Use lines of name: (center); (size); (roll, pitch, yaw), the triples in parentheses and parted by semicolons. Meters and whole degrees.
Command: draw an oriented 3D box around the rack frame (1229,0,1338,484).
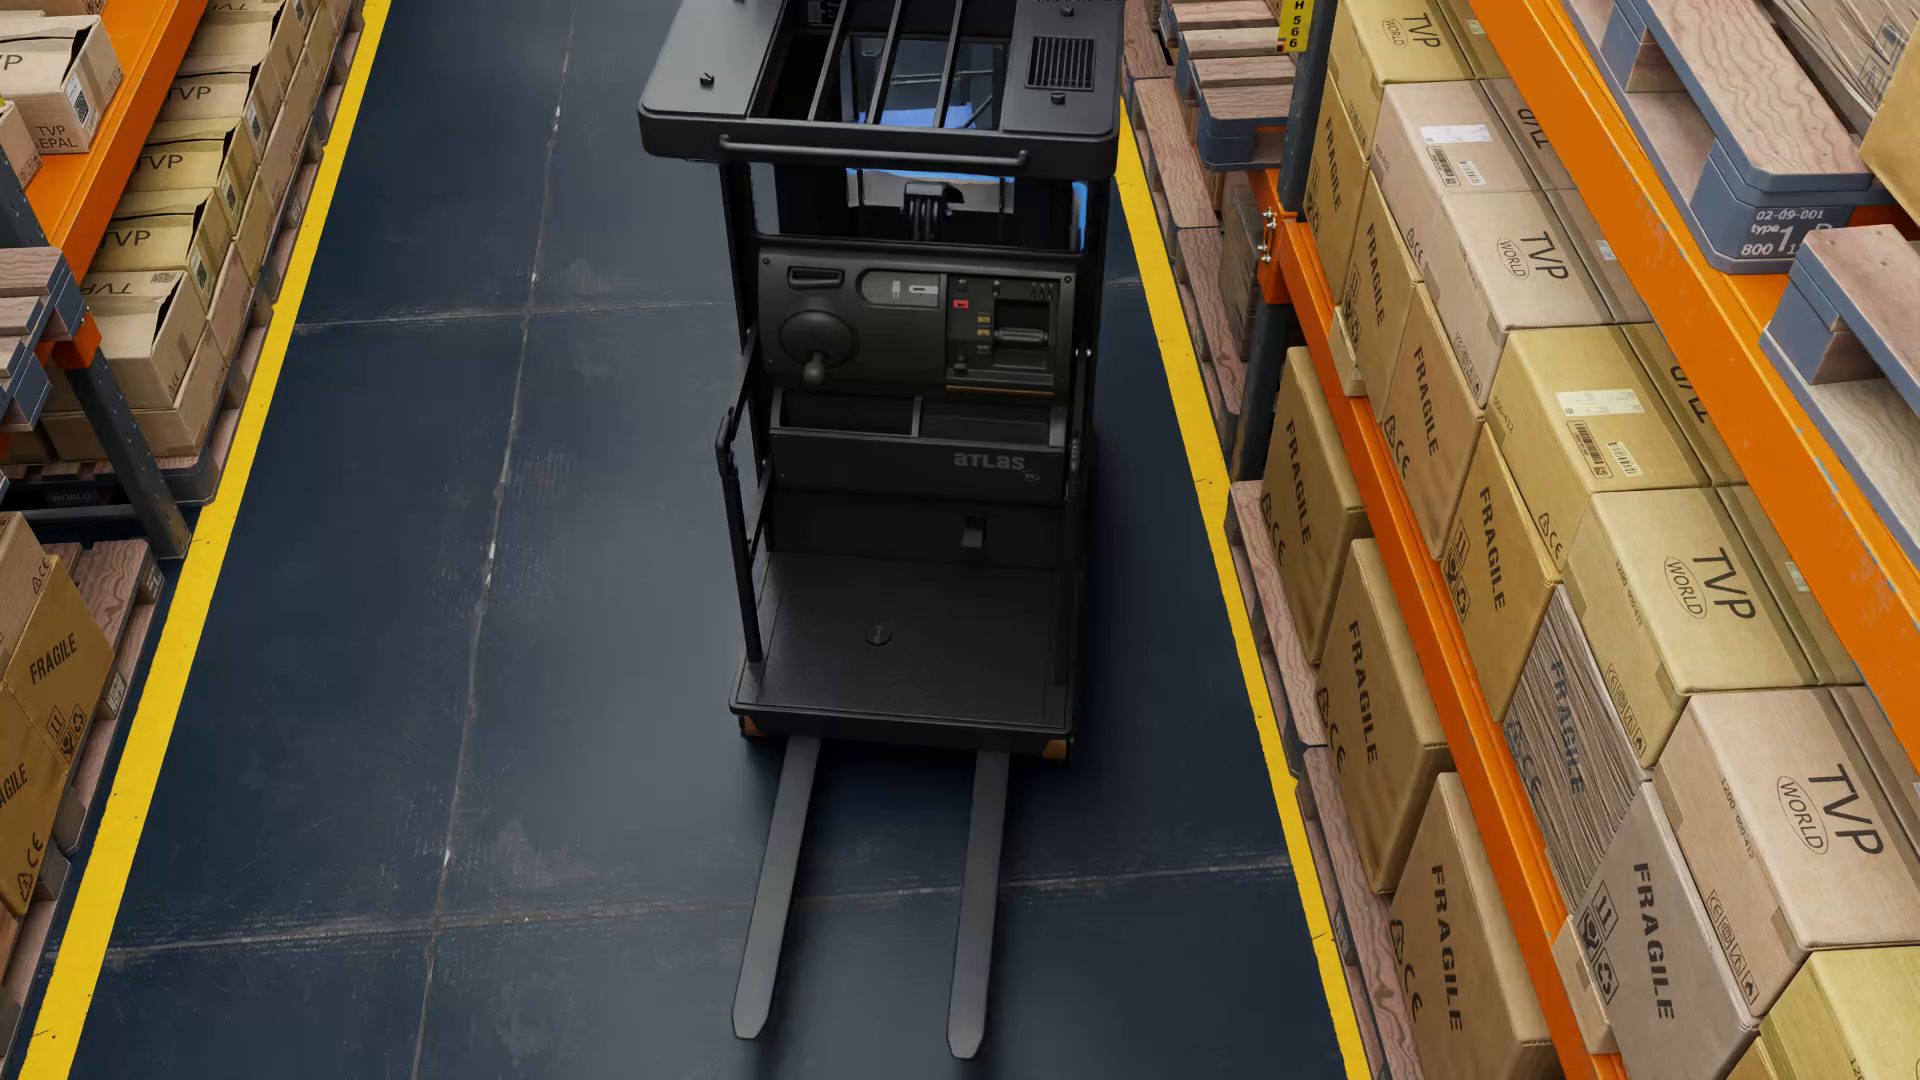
rack frame: (1.554, -1.273, 5.390); (1.000, 3.000, 0.127); (-3, 47, -3)

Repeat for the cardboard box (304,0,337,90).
cardboard box: (-3.353, -2.414, 8.075); (0.500, 0.250, 0.500); (-4, 47, -4)

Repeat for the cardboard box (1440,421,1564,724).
cardboard box: (1.466, 0.065, 3.835); (0.500, 0.500, 0.500); (-2, 47, -2)

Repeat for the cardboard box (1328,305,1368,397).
cardboard box: (1.301, -0.561, 4.875); (0.380, 0.149, 0.250); (-2, 47, -2)

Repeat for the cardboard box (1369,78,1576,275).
cardboard box: (1.381, -0.941, 4.272); (0.500, 0.250, 0.500); (-4, 47, -4)

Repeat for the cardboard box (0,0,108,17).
cardboard box: (-3.539, -2.217, 6.215); (0.500, 0.500, 0.500); (-6, 47, -5)

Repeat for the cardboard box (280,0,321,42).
cardboard box: (-3.348, -2.603, 7.868); (0.500, 0.311, 0.500); (-2, 47, -2)

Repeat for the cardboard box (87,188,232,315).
cardboard box: (-3.186, -1.137, 6.479); (0.500, 0.311, 0.500); (-5, 47, -4)

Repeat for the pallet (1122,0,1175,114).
pallet: (1.286, -2.645, 8.610); (1.003, 0.211, 1.213); (-3, 47, -3)

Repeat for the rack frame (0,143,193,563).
rack frame: (-3.382, -0.969, 5.102); (1.000, 3.000, 0.127); (-3, 47, -3)

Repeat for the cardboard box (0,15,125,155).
cardboard box: (-3.264, -1.597, 5.758); (0.500, 0.311, 0.500); (-4, 47, -4)

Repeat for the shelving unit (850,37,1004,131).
shelving unit: (-0.146, -1.568, 6.702); (0.538, 1.500, 1.048); (-5, 47, -4)

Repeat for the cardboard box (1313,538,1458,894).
cardboard box: (1.552, 0.496, 4.906); (0.750, 0.750, 0.750); (-4, 47, -3)

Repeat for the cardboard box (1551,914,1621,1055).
cardboard box: (1.476, 0.914, 3.477); (0.380, 0.149, 0.250); (-3, 47, -3)

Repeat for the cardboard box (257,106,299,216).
cardboard box: (-3.268, -1.675, 7.375); (0.500, 0.250, 0.500); (-3, 47, -2)

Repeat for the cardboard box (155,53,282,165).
cardboard box: (-3.270, -1.878, 7.181); (0.500, 0.311, 0.500); (-4, 47, -4)

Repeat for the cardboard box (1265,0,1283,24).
cardboard box: (1.431, -2.201, 5.897); (0.700, 0.500, 0.500); (-7, 47, -7)

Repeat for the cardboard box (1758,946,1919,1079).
cardboard box: (1.595, 0.897, 2.530); (0.500, 0.250, 0.500); (-2, 47, -2)

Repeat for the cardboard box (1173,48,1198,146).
cardboard box: (1.393, -2.185, 7.672); (0.700, 0.500, 0.500); (-3, 47, -3)

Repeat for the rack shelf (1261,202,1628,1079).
rack shelf: (1.721, 0.421, 4.280); (1.077, 0.370, 4.000); (-3, 47, -3)

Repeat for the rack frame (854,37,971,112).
rack frame: (-0.203, -1.935, 7.050); (0.500, 1.500, 0.032); (-5, 47, -4)

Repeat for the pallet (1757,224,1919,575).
pallet: (1.763, -0.005, 2.255); (0.805, 0.209, 1.217); (-5, 47, -5)

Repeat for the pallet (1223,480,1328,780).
pallet: (1.545, 0.261, 5.858); (1.003, 0.211, 1.213); (-3, 47, -3)

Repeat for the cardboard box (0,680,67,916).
cardboard box: (-3.027, 0.776, 4.868); (0.500, 0.500, 0.500); (-5, 47, -5)

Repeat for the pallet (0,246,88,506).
pallet: (-3.255, -0.417, 4.711); (1.213, 0.211, 1.003); (-3, 47, -3)

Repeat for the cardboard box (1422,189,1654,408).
cardboard box: (1.426, -0.580, 3.929); (0.500, 0.250, 0.500); (-3, 47, -3)

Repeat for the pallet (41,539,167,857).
pallet: (-3.357, 0.532, 5.601); (1.003, 0.211, 1.213); (-3, 47, -3)

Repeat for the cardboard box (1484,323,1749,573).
cardboard box: (1.475, -0.211, 3.580); (0.500, 0.250, 0.500); (-4, 47, -4)

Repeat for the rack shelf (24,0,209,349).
rack shelf: (-3.550, -2.169, 6.734); (1.077, 0.370, 4.000); (-3, 47, -3)

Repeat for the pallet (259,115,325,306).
pallet: (-3.511, -1.489, 7.515); (1.003, 0.211, 1.213); (-3, 47, -3)

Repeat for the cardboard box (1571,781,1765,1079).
cardboard box: (1.546, 0.790, 3.148); (0.500, 0.500, 0.500); (-3, 47, -3)

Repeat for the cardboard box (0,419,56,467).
cardboard box: (-3.669, -0.534, 6.294); (0.500, 0.250, 0.500); (-2, 47, -2)

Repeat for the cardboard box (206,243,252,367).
cardboard box: (-3.176, -0.929, 6.668); (0.500, 0.250, 0.500); (-5, 47, -4)

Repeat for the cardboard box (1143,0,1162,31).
cardboard box: (1.297, -2.927, 8.375); (0.700, 0.500, 0.500); (-2, 47, -2)

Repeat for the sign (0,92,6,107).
sign: (-2.842, -1.380, 4.748); (0.100, 0.325, 0.005); (-3, 47, -3)

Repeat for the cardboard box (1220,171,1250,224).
cardboard box: (1.514, -1.462, 6.988); (0.700, 0.500, 0.500); (-4, 47, -3)

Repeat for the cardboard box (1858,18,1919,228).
cardboard box: (1.813, -0.638, 2.351); (0.700, 0.500, 0.500); (-4, 47, -4)

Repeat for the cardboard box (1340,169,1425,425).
cardboard box: (1.374, -0.670, 4.531); (0.500, 0.500, 0.500); (-2, 47, -2)

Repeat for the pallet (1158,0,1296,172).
pallet: (1.388, -1.716, 5.942); (1.213, 0.211, 1.003); (-3, 47, -3)

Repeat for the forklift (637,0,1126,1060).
forklift: (-0.148, -0.540, 4.743); (1.130, 2.935, 3.031); (4, 47, 4)

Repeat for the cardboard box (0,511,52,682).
cardboard box: (-3.061, 0.184, 4.912); (0.500, 0.250, 0.500); (-2, 47, -2)
